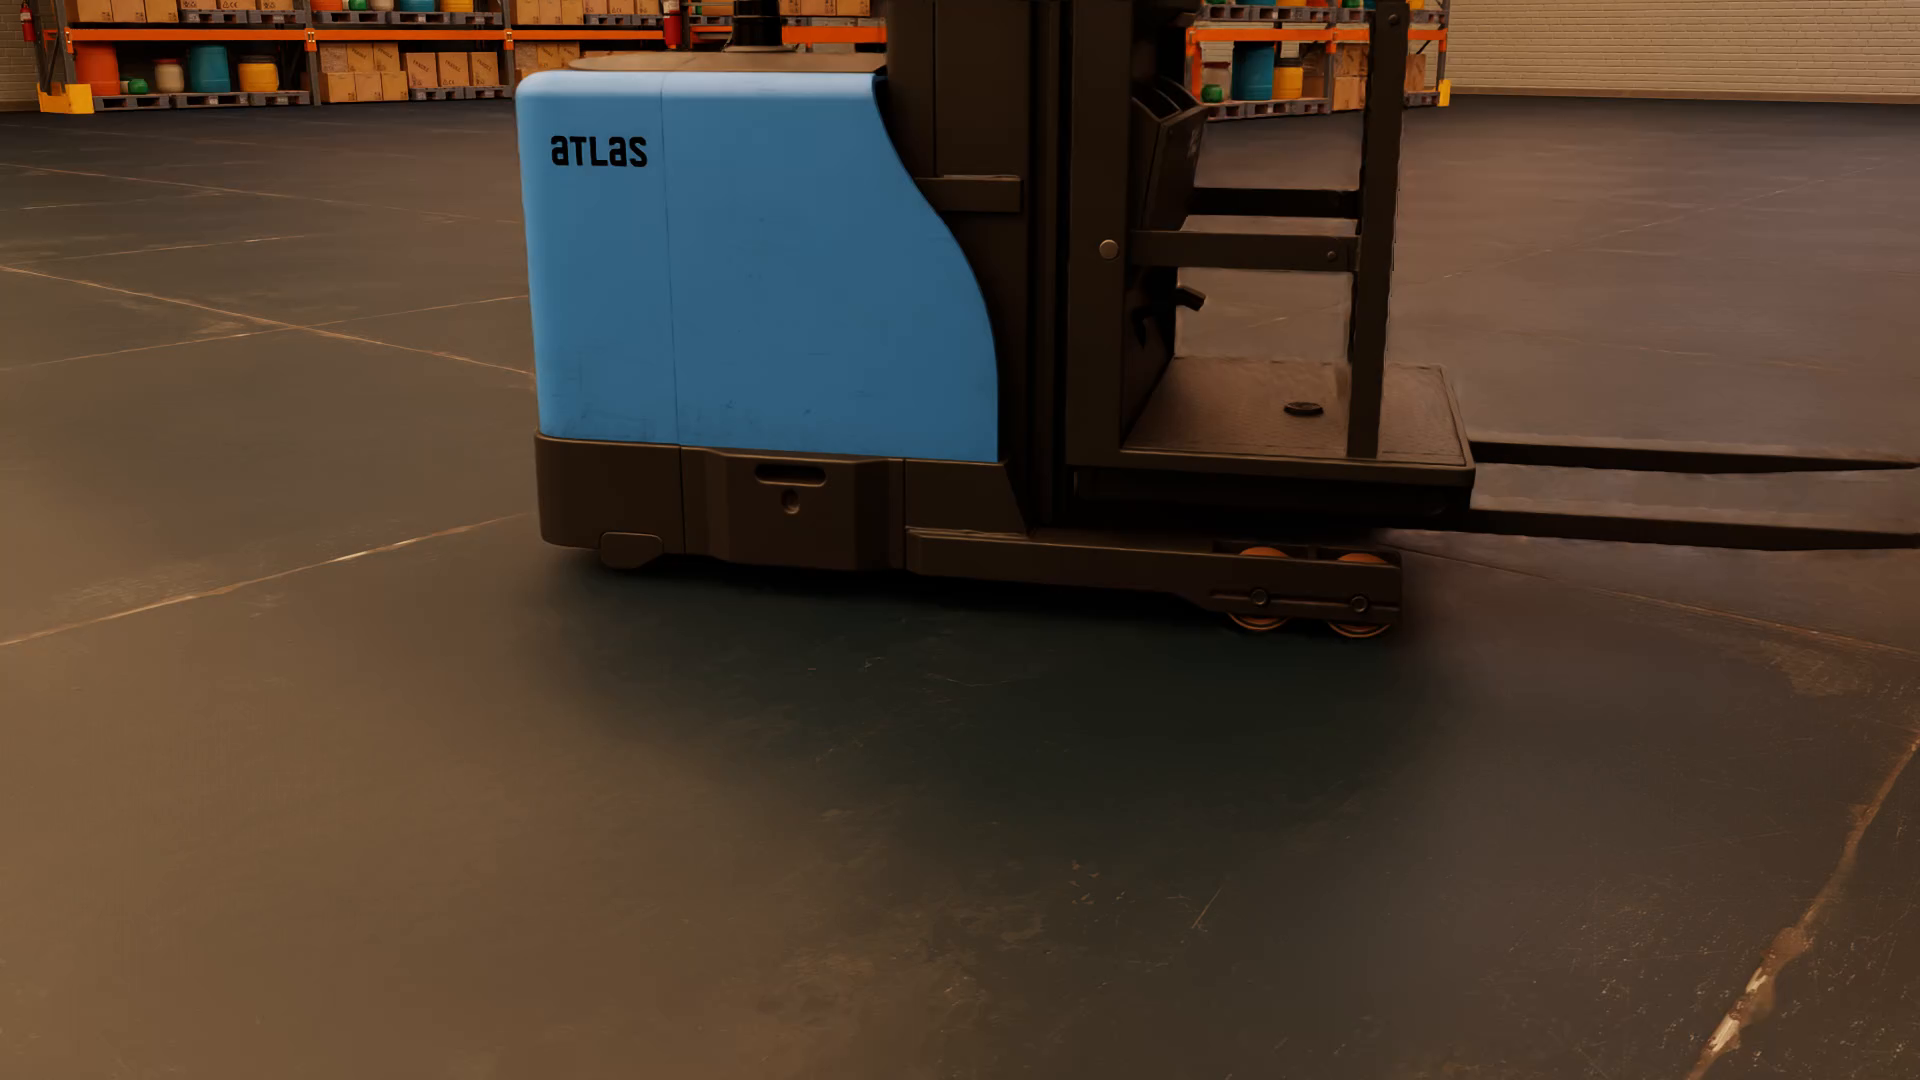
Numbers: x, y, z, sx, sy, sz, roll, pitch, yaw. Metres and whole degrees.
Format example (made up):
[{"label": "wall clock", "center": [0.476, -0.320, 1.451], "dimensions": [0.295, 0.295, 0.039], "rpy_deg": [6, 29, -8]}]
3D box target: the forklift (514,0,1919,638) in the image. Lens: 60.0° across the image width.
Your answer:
[{"label": "forklift", "center": [0.631, -1.377, 3.432], "dimensions": [3.031, 2.935, 1.130], "rpy_deg": [4, 17, 12]}]
